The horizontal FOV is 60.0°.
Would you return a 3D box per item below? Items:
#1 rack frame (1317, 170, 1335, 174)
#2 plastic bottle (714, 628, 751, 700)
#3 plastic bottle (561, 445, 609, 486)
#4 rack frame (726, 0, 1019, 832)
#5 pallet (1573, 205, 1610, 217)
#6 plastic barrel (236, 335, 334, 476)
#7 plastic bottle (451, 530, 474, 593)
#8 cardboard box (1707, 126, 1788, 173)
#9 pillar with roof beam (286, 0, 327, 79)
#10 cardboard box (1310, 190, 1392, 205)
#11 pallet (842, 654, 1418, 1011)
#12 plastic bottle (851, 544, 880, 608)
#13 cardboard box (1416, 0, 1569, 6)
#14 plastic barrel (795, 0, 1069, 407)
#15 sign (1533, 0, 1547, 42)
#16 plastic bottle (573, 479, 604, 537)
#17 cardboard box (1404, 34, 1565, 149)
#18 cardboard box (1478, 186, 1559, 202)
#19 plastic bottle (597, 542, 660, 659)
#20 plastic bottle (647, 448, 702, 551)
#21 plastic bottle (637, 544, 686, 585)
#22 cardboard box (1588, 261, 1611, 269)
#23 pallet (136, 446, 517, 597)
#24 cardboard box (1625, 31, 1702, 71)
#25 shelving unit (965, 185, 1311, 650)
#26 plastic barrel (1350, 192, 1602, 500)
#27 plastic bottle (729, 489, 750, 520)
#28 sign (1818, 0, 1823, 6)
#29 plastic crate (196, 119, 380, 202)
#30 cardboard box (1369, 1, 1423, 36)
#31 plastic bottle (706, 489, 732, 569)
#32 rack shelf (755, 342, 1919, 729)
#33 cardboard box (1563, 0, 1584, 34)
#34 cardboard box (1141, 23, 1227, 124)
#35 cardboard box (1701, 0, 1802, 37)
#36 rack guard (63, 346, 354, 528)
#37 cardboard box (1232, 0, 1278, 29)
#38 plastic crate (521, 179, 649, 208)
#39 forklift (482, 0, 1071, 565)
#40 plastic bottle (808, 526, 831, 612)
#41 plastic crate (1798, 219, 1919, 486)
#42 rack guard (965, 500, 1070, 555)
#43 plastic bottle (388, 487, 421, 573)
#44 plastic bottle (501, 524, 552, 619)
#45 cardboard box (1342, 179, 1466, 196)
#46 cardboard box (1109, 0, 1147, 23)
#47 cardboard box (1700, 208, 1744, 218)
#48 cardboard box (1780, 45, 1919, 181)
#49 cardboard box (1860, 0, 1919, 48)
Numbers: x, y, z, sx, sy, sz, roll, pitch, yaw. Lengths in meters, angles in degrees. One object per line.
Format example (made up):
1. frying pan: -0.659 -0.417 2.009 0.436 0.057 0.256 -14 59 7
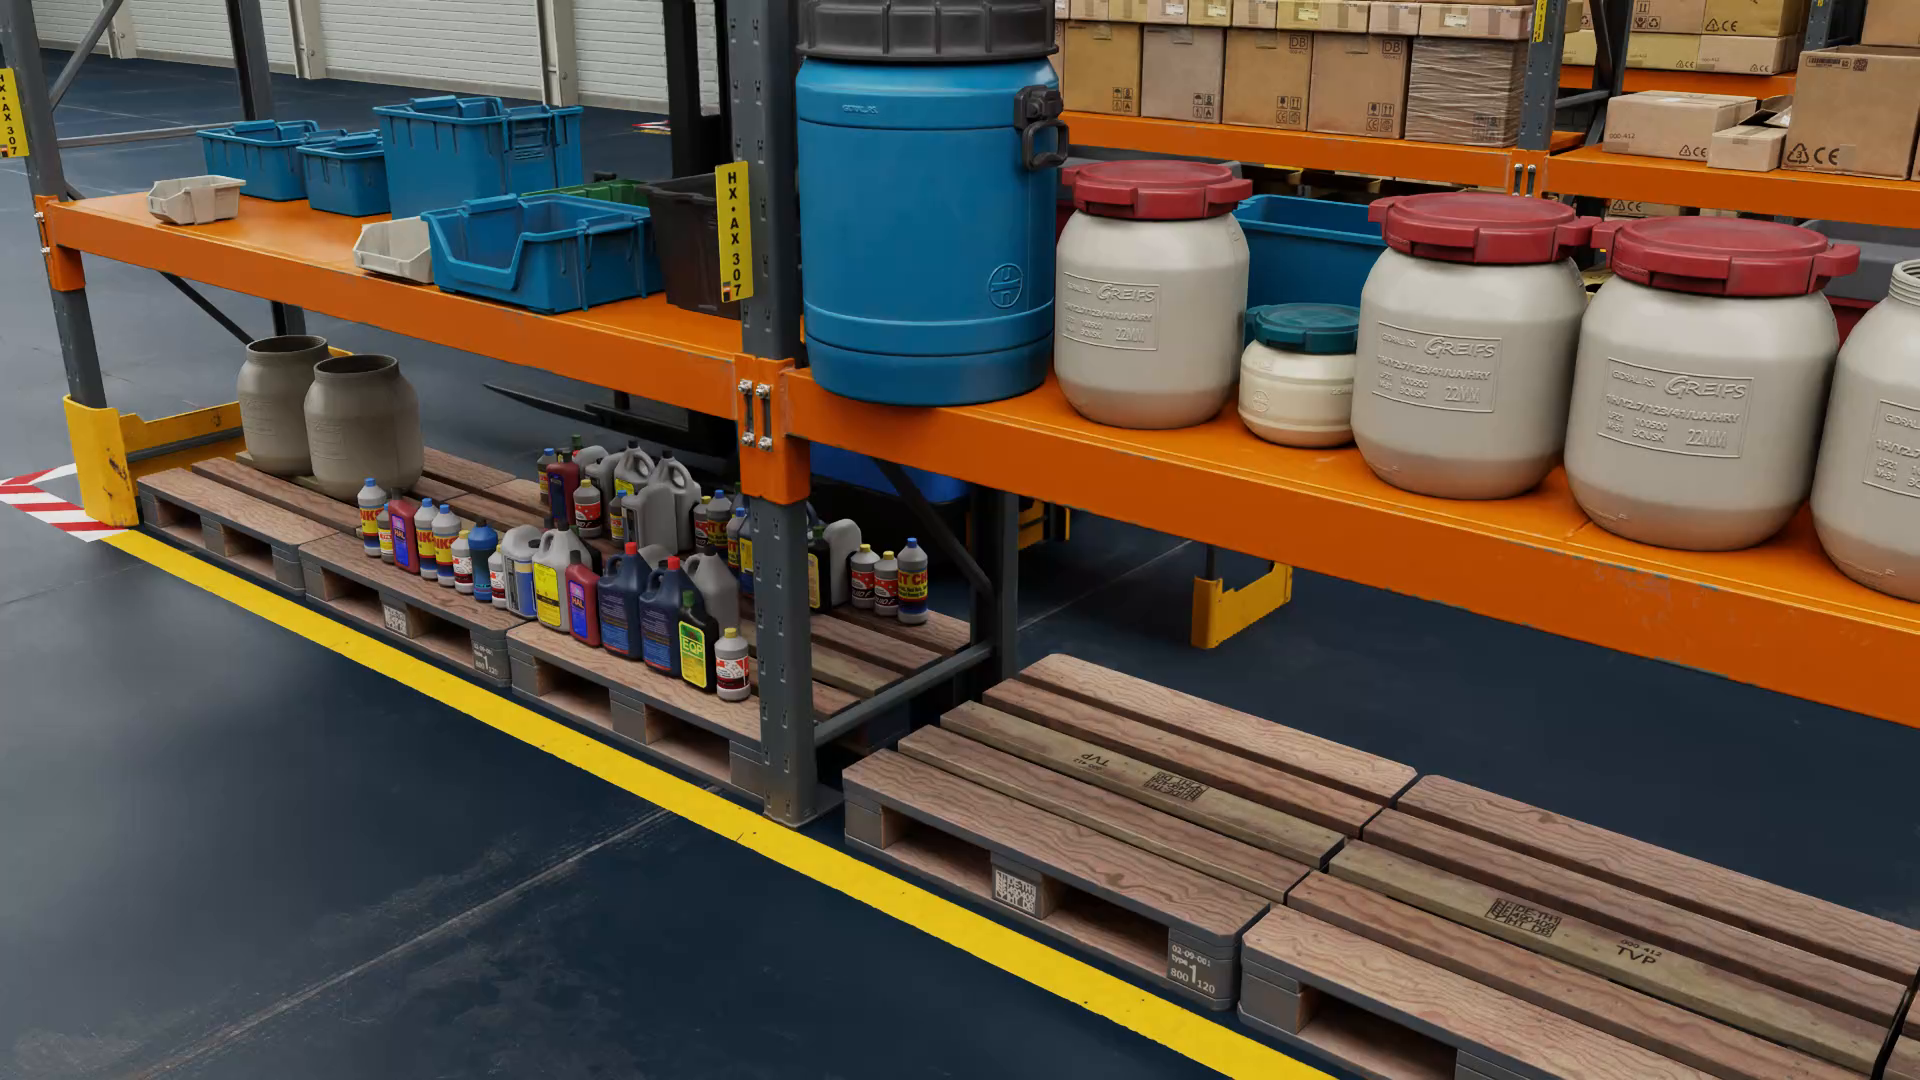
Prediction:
1. rack frame: 2.983 -4.355 13.966 0.127 3.000 1.000 16 26 36
2. plastic bottle: -0.660 0.353 4.823 0.097 0.201 0.097 0 21 0
3. plastic bottle: -1.403 -0.225 6.250 0.135 0.276 0.152 16 26 37
4. rack frame: -0.182 -0.754 4.418 0.127 3.000 1.000 16 26 36
5. pallet: 4.590 -2.570 13.185 1.213 0.211 1.003 16 26 36
6. plastic barrel: -2.723 -0.553 6.815 0.421 0.512 0.421 0 21 0
7. plastic bottle: -1.654 0.067 5.581 0.097 0.201 0.097 0 21 0
8. cardboard box: 3.510 -1.737 7.378 0.250 0.149 0.380 16 26 36
9. pillar with roof beam: -12.595 -10.082 20.649 0.400 9.000 9.100 16 26 36
10. cardboard box: 2.075 -1.527 8.705 0.500 0.500 0.500 16 26 36
11. pallet: 0.451 0.715 4.473 1.213 0.211 1.003 16 26 36
12. plastic bottle: -0.309 0.113 5.461 0.097 0.201 0.097 0 21 0
13. cardboard box: 2.605 -2.859 8.018 0.500 0.500 0.700 16 26 37
14. plastic barrel: -0.074 -0.820 3.881 0.708 0.901 0.600 16 26 36
15. sign: 2.603 -2.398 7.436 0.005 0.325 0.100 16 26 36
16. plastic bottle: -1.360 -0.121 6.079 0.097 0.201 0.097 0 21 0
17. cardboard box: 2.605 -2.252 8.247 0.500 0.500 0.700 15 25 35
18. cardboard box: 4.441 -2.908 13.047 0.500 0.500 0.700 14 25 33
19. plastic bottle: -1.012 0.171 5.093 0.185 0.351 0.144 15 25 34
20. plastic bottle: -1.021 -0.151 5.949 0.185 0.351 0.144 16 26 36
21. plastic bottle: -0.938 0.160 5.229 0.135 0.276 0.152 16 26 36
22. cardboard box: 3.448 -1.268 8.287 0.500 0.311 0.500 16 26 36
23. pallet: -2.567 -0.155 6.781 1.213 0.211 1.003 16 26 36
24. cardboard box: 5.143 -3.538 11.984 0.500 0.250 0.500 16 26 37
25. shelving unit: 0.615 -0.525 5.934 1.083 1.500 0.587 16 26 36
26. plastic barrel: 0.989 -0.381 3.235 0.433 0.535 0.433 0 21 0
27. plastic bottle: -0.691 -0.057 5.698 0.185 0.351 0.144 15 25 34
28. sign: 5.745 -3.718 11.049 0.005 0.325 0.100 16 26 36
29. plastic crate: -2.704 -1.547 6.731 0.616 0.251 0.499 16 26 36
30. cardboard box: 2.212 -2.574 8.181 0.250 0.149 0.380 15 25 35
31. plastic bottle: -0.829 -0.042 5.772 0.097 0.271 0.097 0 21 0
32. rack shelf: 1.367 0.028 3.362 4.000 0.370 1.077 16 26 36
33. cardboard box: 2.867 -2.571 8.174 0.250 0.149 0.380 16 26 36
34. cardboard box: 1.408 -2.595 9.156 0.500 0.500 0.700 17 27 38
35. cardboard box: 5.520 -3.774 11.546 0.500 0.500 0.500 16 26 36
36. rack guard: -3.193 -0.473 7.215 0.348 0.500 1.175 16 26 36
37. cardboard box: 1.624 -2.744 8.632 0.250 0.149 0.380 17 27 38
38. plastic crate: -1.055 -1.035 5.463 0.662 0.188 0.450 16 26 36
39. forklift: -0.932 -1.676 6.959 3.031 2.935 1.130 16 26 36
40. plastic bottle: -0.487 0.084 5.420 0.133 0.283 0.061 16 26 36
41. plastic crate: 1.858 -0.336 3.218 0.583 0.464 0.402 16 26 36
42. rack guard: 0.230 -0.051 6.449 0.087 0.250 0.587 16 26 36
43. plastic bottle: -1.910 -0.037 5.740 0.133 0.283 0.061 17 26 37
44. plastic bottle: -1.386 0.097 5.396 0.135 0.276 0.152 17 26 37
45. cardboard box: 2.399 -1.667 9.076 0.500 0.500 0.500 16 26 36
46. cardboard box: 1.021 -2.917 9.092 0.250 0.149 0.380 16 26 36
47. cardboard box: 5.649 -2.454 12.316 0.250 0.166 0.380 12 24 29
48. cardboard box: 3.945 -1.861 7.211 0.500 0.500 0.500 18 27 40
49. cardboard box: 6.455 -3.592 11.178 0.500 0.500 0.700 16 26 36
